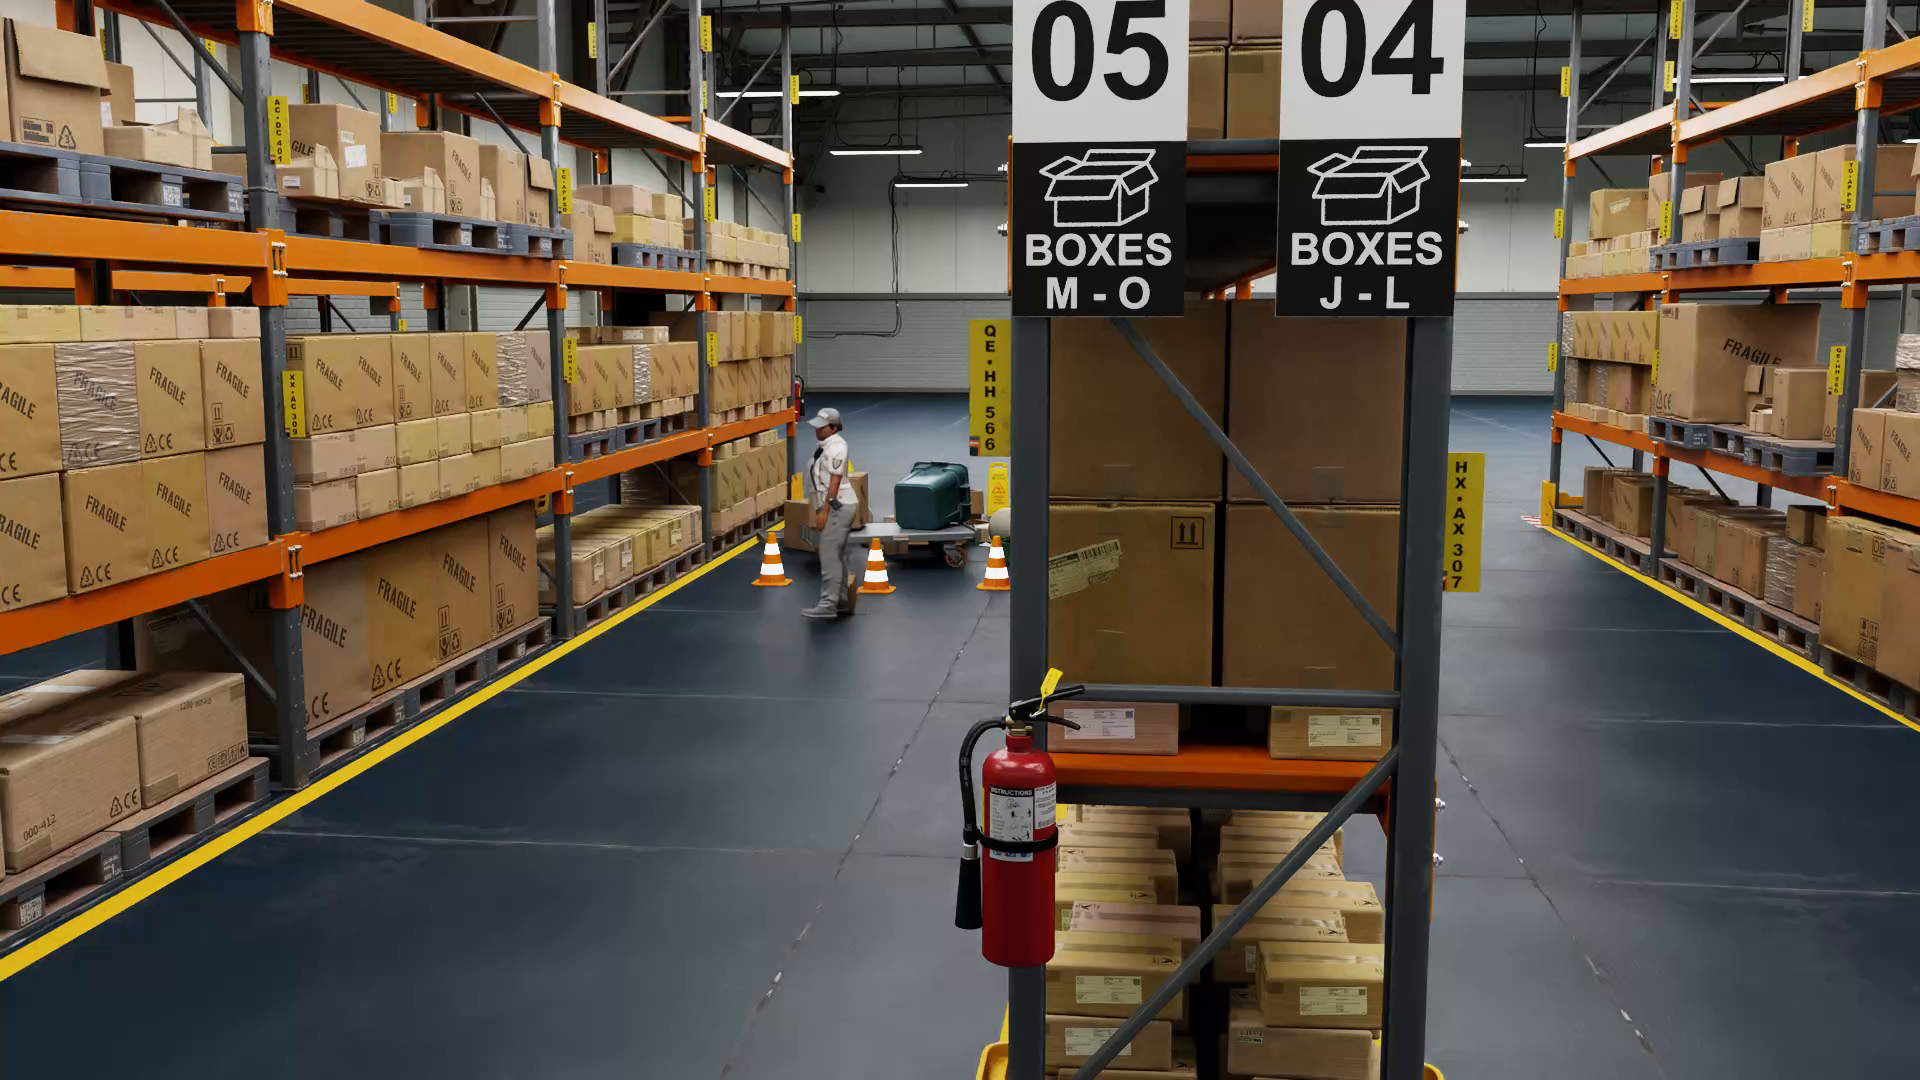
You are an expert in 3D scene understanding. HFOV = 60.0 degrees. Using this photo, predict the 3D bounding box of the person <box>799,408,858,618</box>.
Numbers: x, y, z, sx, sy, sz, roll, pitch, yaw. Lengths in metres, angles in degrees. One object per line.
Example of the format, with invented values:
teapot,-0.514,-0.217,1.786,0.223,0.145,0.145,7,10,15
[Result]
person,-1.066,-0.213,13.209,0.483,1.674,0.549,-2,8,-14
